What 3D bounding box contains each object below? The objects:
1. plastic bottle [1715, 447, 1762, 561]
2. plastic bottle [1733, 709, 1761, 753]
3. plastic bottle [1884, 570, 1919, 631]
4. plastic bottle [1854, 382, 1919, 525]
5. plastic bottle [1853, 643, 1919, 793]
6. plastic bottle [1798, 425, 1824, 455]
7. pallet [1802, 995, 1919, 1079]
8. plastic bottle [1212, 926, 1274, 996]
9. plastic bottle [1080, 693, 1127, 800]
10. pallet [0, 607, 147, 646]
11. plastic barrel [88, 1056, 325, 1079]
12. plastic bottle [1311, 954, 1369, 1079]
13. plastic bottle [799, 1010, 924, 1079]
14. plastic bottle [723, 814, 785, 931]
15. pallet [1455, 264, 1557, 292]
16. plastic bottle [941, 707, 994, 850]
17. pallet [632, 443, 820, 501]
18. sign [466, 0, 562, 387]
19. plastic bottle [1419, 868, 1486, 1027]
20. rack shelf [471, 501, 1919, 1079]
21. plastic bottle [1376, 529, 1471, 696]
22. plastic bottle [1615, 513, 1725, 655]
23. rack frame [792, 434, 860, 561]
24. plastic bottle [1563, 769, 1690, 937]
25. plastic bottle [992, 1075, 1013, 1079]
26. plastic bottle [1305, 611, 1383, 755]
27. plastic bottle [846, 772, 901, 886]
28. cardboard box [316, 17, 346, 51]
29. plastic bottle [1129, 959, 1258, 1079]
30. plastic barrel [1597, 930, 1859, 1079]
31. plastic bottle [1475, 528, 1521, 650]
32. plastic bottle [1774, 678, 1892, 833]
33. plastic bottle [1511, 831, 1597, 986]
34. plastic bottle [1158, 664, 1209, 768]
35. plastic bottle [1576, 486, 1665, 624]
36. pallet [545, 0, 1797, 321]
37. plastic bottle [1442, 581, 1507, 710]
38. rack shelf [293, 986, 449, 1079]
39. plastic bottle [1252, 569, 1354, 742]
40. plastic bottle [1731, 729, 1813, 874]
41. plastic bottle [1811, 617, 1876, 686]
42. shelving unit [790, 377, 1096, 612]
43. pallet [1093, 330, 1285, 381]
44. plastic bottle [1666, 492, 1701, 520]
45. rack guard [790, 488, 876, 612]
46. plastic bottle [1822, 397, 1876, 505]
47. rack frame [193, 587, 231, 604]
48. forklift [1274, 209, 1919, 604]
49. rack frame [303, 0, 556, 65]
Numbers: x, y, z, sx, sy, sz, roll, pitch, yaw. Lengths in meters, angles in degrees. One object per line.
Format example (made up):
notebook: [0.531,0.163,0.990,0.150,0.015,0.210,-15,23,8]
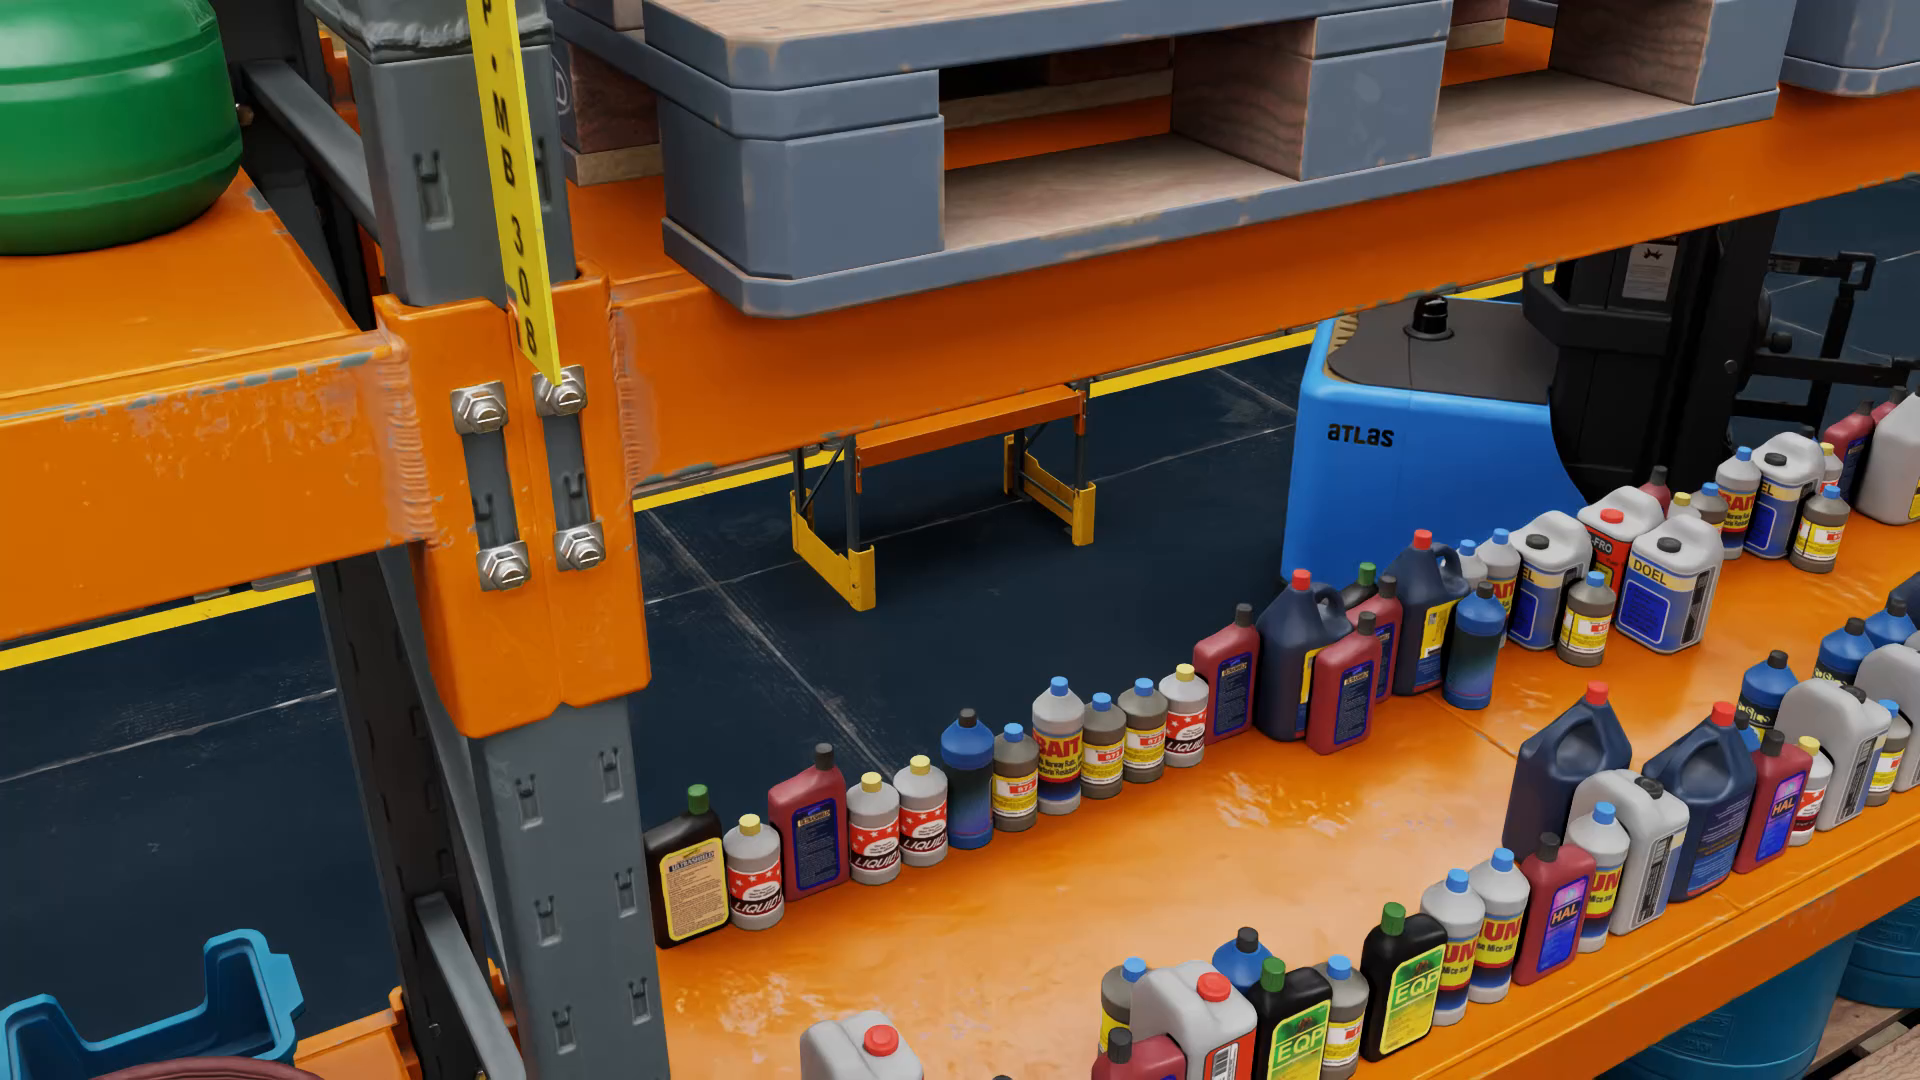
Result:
plastic bottle: [1.833,-0.093,3.947,0.097,0.271,0.097,0,29,0]
plastic bottle: [1.380,0.427,3.005,0.097,0.271,0.097,0,29,0]
plastic bottle: [1.995,0.158,3.411,0.185,0.351,0.144,-16,33,-26]
plastic bottle: [2.352,-0.228,4.109,0.185,0.351,0.144,-16,33,-26]
plastic bottle: [1.812,0.321,3.192,0.135,0.276,0.152,-16,33,-26]
plastic bottle: [2.033,-0.150,4.050,0.097,0.271,0.097,0,29,0]
pallet: [2.168,1.182,4.390,1.213,0.211,1.003,-16,33,-26]
plastic bottle: [0.424,0.698,2.513,0.097,0.271,0.097,0,29,0]
plastic bottle: [0.265,0.383,3.157,0.097,0.201,0.097,0,29,0]
pallet: [-3.830,0.111,6.331,1.213,0.211,1.003,-16,33,-26]
plastic barrel: [-0.841,0.949,1.785,0.708,0.536,0.600,-16,33,-26]
plastic bottle: [0.570,0.722,2.543,0.097,0.201,0.097,0,29,0]
plastic bottle: [-0.135,0.789,2.345,0.135,0.276,0.152,-16,33,-26]
plastic bottle: [-0.353,0.558,2.839,0.097,0.201,0.097,0,29,0]
pallet: [3.044,-1.819,9.827,1.213,0.211,1.003,-16,33,-26]
plastic bottle: [0.014,0.424,3.011,0.097,0.271,0.097,0,29,0]
pallet: [-1.387,-0.538,7.507,1.213,0.211,1.003,-16,33,-26]
sign: [-0.310,-0.271,1.141,0.005,0.325,0.100,-16,33,-26]
plastic bottle: [0.769,0.635,2.629,0.097,0.271,0.097,0,29,0]
rack shelf: [1.130,0.594,3.313,4.000,0.370,1.077,-16,33,-26]
plastic bottle: [0.956,0.134,3.453,0.185,0.351,0.144,-16,33,-26]
plastic bottle: [1.541,0.089,3.613,0.135,0.276,0.152,-16,33,-26]
rack frame: [-0.512,-0.511,6.124,0.032,1.500,0.500,-16,33,-26]
plastic bottle: [1.138,0.512,2.845,0.135,0.276,0.152,-16,33,-26]
plastic bottle: [0.056,0.837,2.262,0.097,0.271,0.097,0,29,0]
plastic bottle: [0.756,0.278,3.262,0.133,0.283,0.061,-16,33,-26]
plastic bottle: [-0.154,0.502,2.942,0.097,0.201,0.097,0,29,0]
cardboard box: [-2.615,-1.724,6.232,0.700,0.500,0.500,22,36,34]
plastic bottle: [0.341,0.739,2.435,0.135,0.276,0.152,-16,33,-26]
plastic barrel: [1.766,0.824,3.890,0.708,0.901,0.600,-16,33,-26]
plastic bottle: [1.150,0.101,3.596,0.097,0.271,0.097,0,29,0]
plastic bottle: [1.612,0.378,3.089,0.135,0.276,0.152,-16,33,-26]
plastic bottle: [0.962,0.585,2.707,0.133,0.283,0.061,-16,33,-26]
plastic bottle: [0.433,0.335,3.244,0.097,0.201,0.097,0,29,0]
plastic bottle: [1.464,0.025,3.728,0.135,0.276,0.152,-16,33,-26]
pallet: [0.114,-0.608,1.839,1.213,0.211,1.003,-16,33,-26]
plastic bottle: [1.055,0.209,3.400,0.097,0.271,0.097,0,29,0]
rack shelf: [-2.319,1.573,1.539,4.000,0.370,1.077,-16,33,-26]
plastic bottle: [0.682,0.212,3.312,0.185,0.351,0.144,-16,33,-26]
plastic bottle: [1.436,0.450,2.951,0.133,0.283,0.061,-16,33,-26]
plastic bottle: [1.733,0.276,3.279,0.097,0.271,0.097,0,29,0]
shelving unit: [-0.066,-0.638,6.354,1.083,1.500,0.587,-16,33,-26]
pallet: [0.940,-1.221,8.745,1.213,0.211,1.003,-16,33,-26]
plastic bottle: [1.665,-0.015,3.877,0.097,0.201,0.097,0,29,0]
rack guard: [-0.495,0.031,6.435,0.087,0.250,0.587,-16,33,-26]
plastic bottle: [2.207,-0.215,4.155,0.133,0.283,0.061,-16,33,-26]
rack frame: [-3.101,-1.296,5.993,0.127,3.000,1.000,-16,33,-26]
forklift: [2.696,-0.885,5.321,3.031,2.935,1.130,8,30,14]
rack frame: [-0.595,-1.858,0.803,0.127,3.000,1.000,-16,33,-26]
